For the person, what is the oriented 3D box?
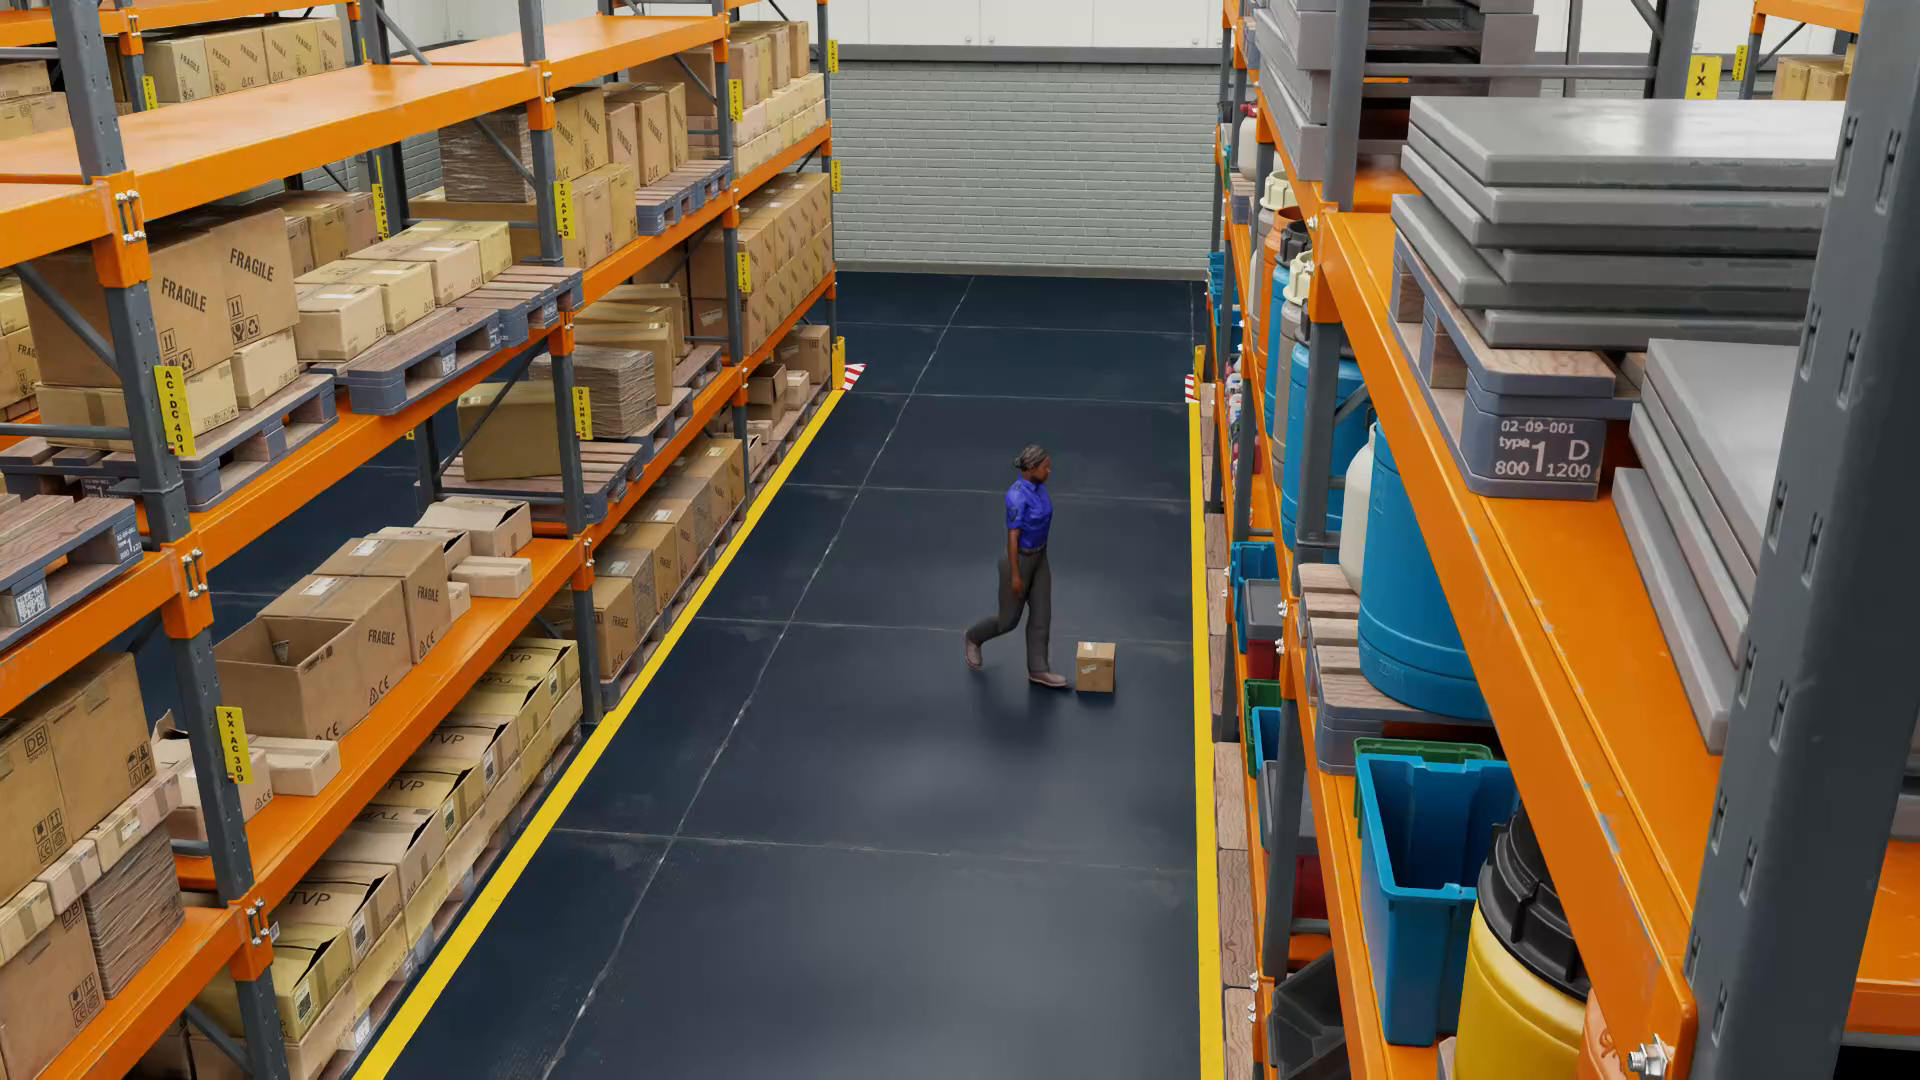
[{"bbox_3d":[0.385,0.155,11.072,0.805,1.637,0.519,14,25,31],"label":"person"}]
